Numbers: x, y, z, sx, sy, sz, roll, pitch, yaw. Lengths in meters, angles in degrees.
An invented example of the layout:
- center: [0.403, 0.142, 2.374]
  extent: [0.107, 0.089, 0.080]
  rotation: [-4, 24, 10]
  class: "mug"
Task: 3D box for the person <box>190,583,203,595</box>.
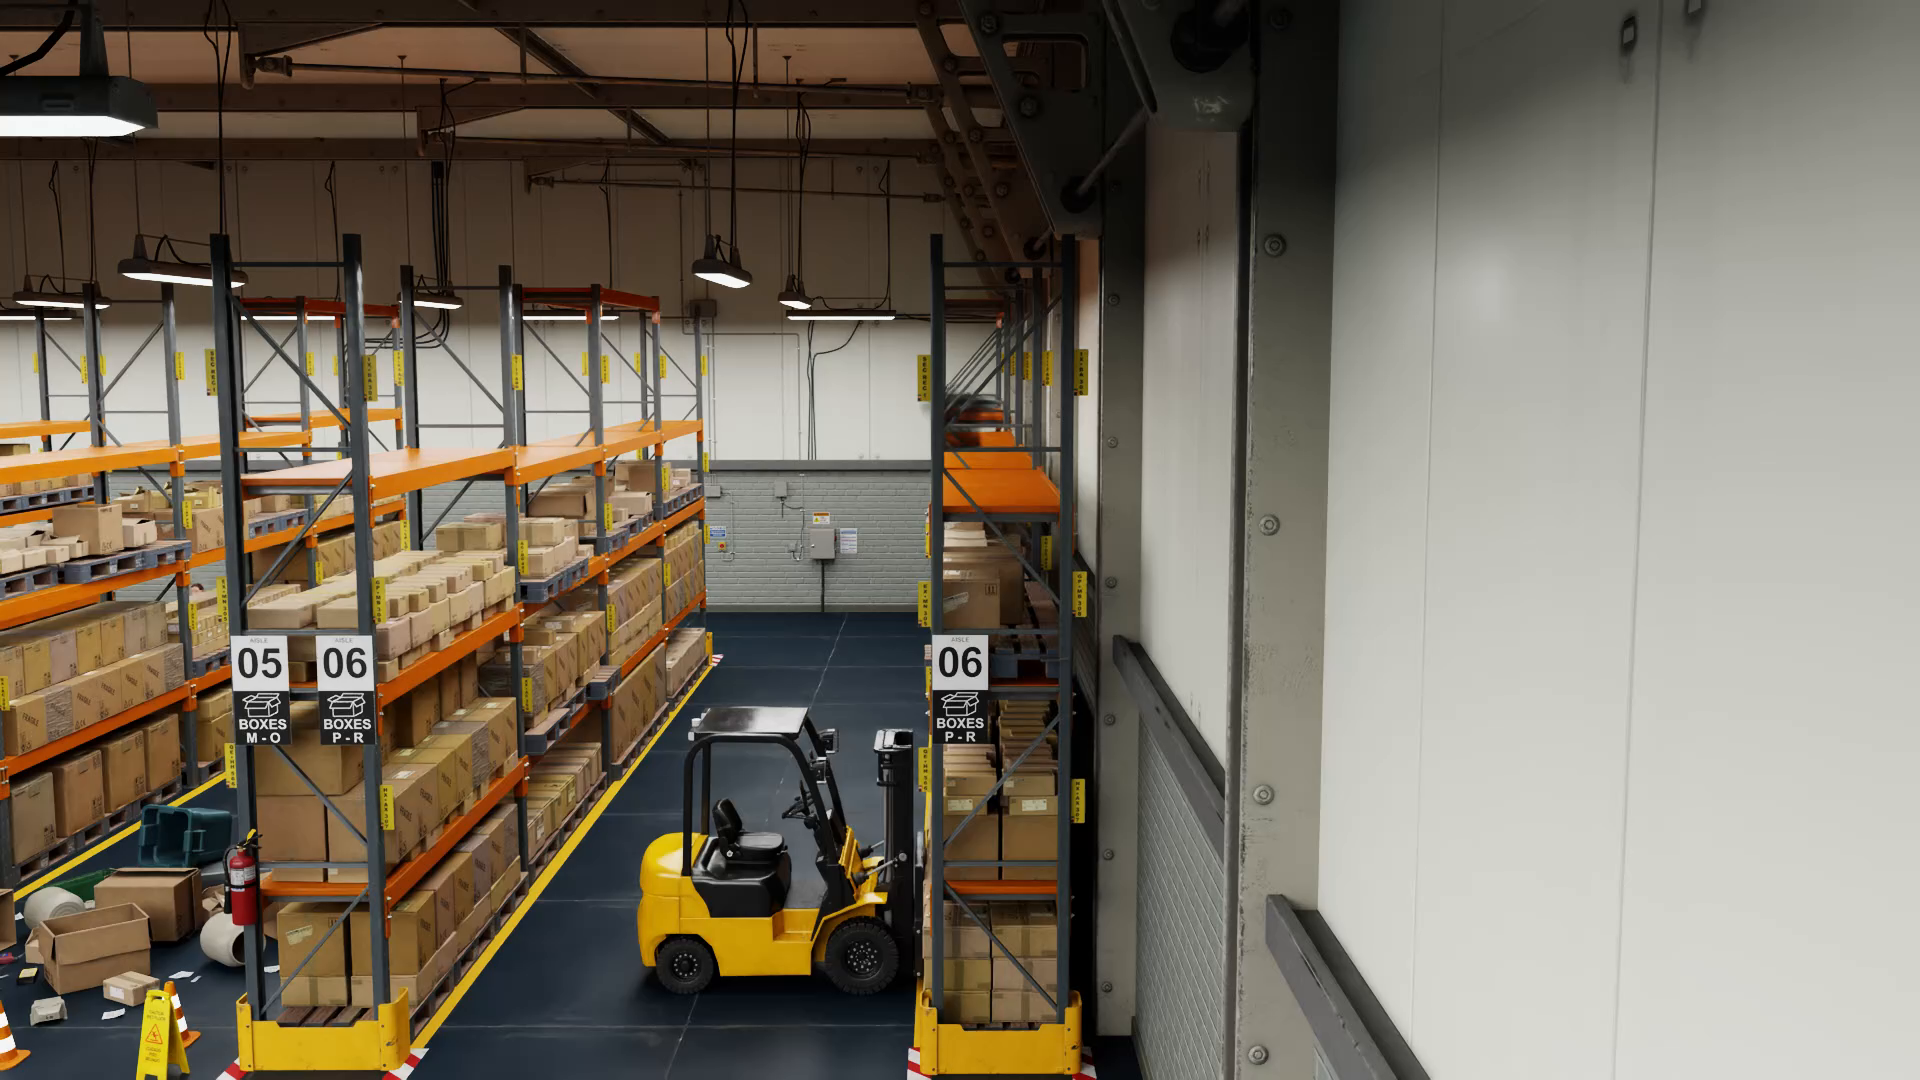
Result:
- center: [-12.106, 1.458, 26.593]
  extent: [0.592, 1.534, 0.841]
  rotation: [-2, 7, -15]
  class: "person"
